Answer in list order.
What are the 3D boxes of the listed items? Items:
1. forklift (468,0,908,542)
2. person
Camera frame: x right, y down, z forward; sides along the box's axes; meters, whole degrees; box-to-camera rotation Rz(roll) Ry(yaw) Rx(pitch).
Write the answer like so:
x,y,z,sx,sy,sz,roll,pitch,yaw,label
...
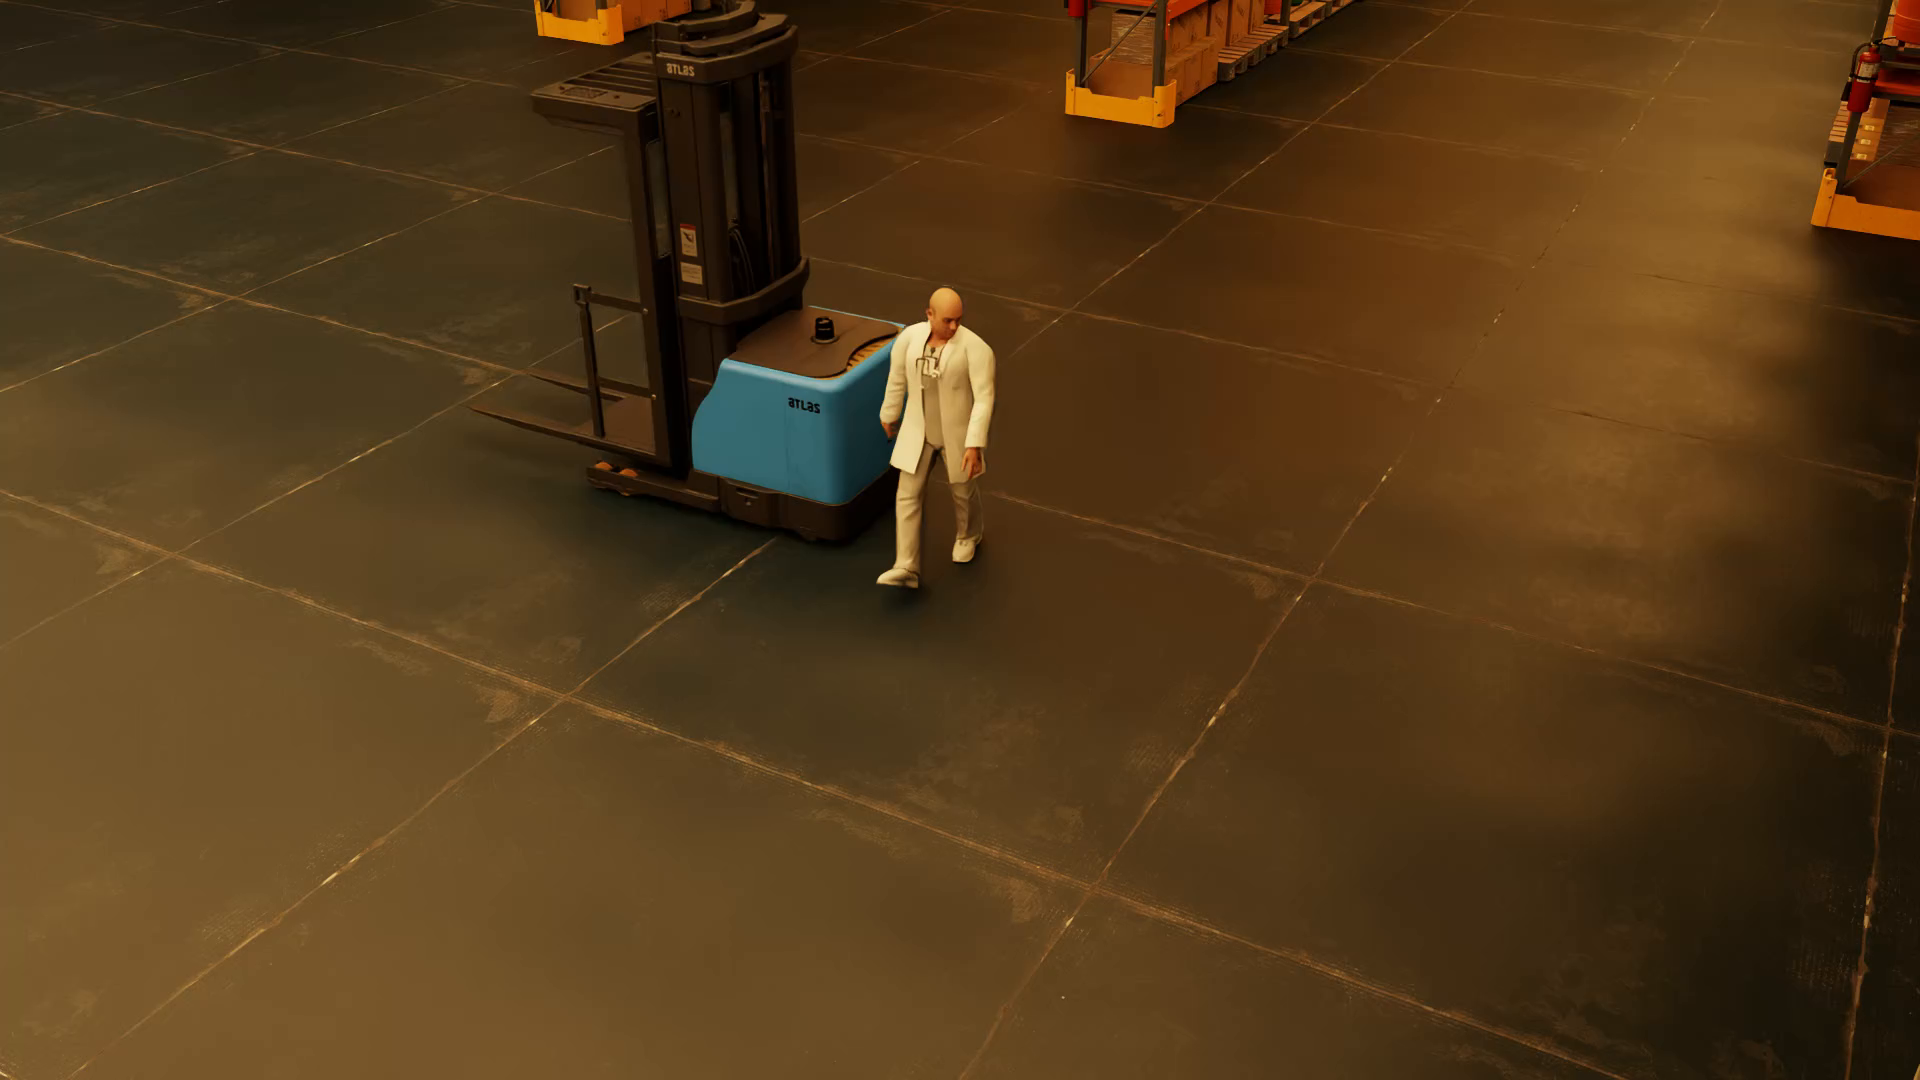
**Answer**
x,y,z,sx,sy,sz,roll,pitch,yaw,label
-1.790,-1.766,10.131,3.031,2.935,1.130,15,33,24,forklift
-0.167,-0.540,9.253,0.741,1.692,0.992,9,31,16,person
